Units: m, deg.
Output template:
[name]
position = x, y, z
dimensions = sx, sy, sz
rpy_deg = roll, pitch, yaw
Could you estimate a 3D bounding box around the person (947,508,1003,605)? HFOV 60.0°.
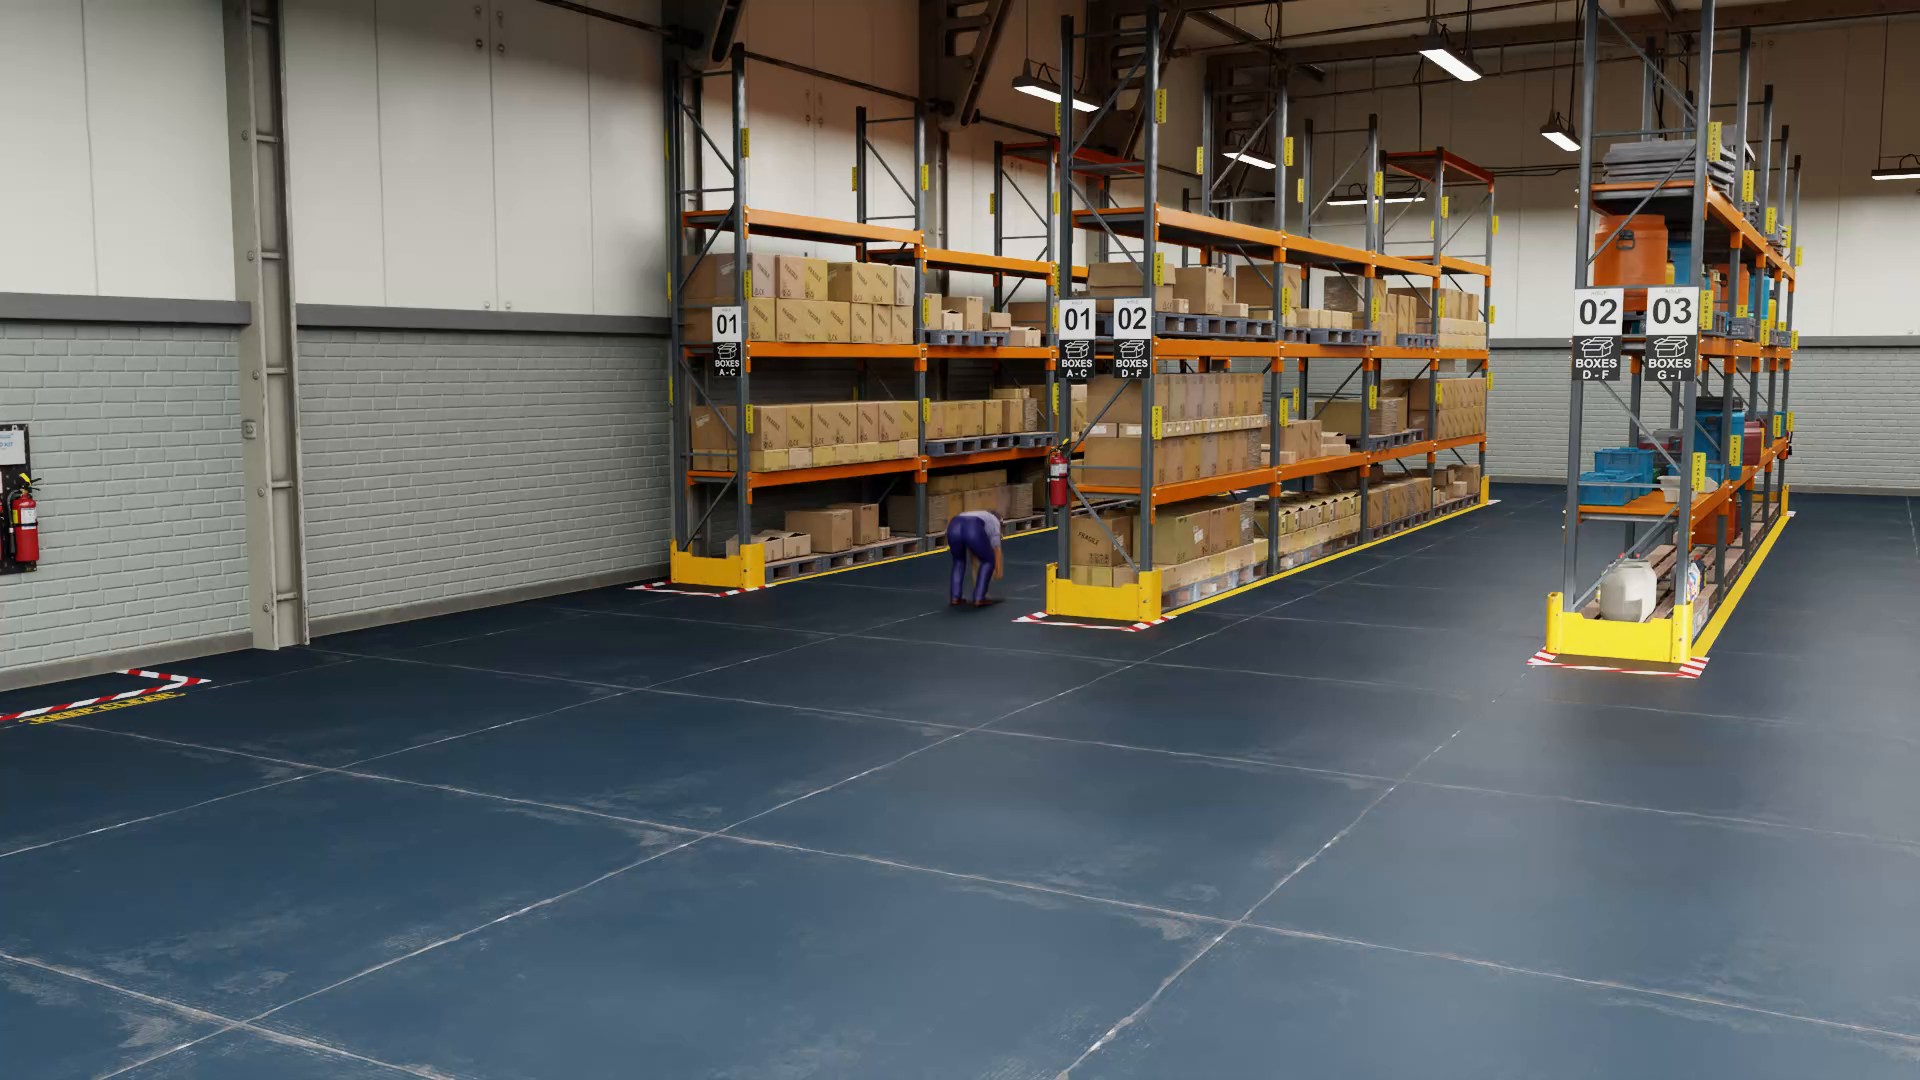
[person]
position = 0.189, 0.179, 17.826
dimensions = 0.476, 1.004, 0.910
rpy_deg = 3, 7, 26
